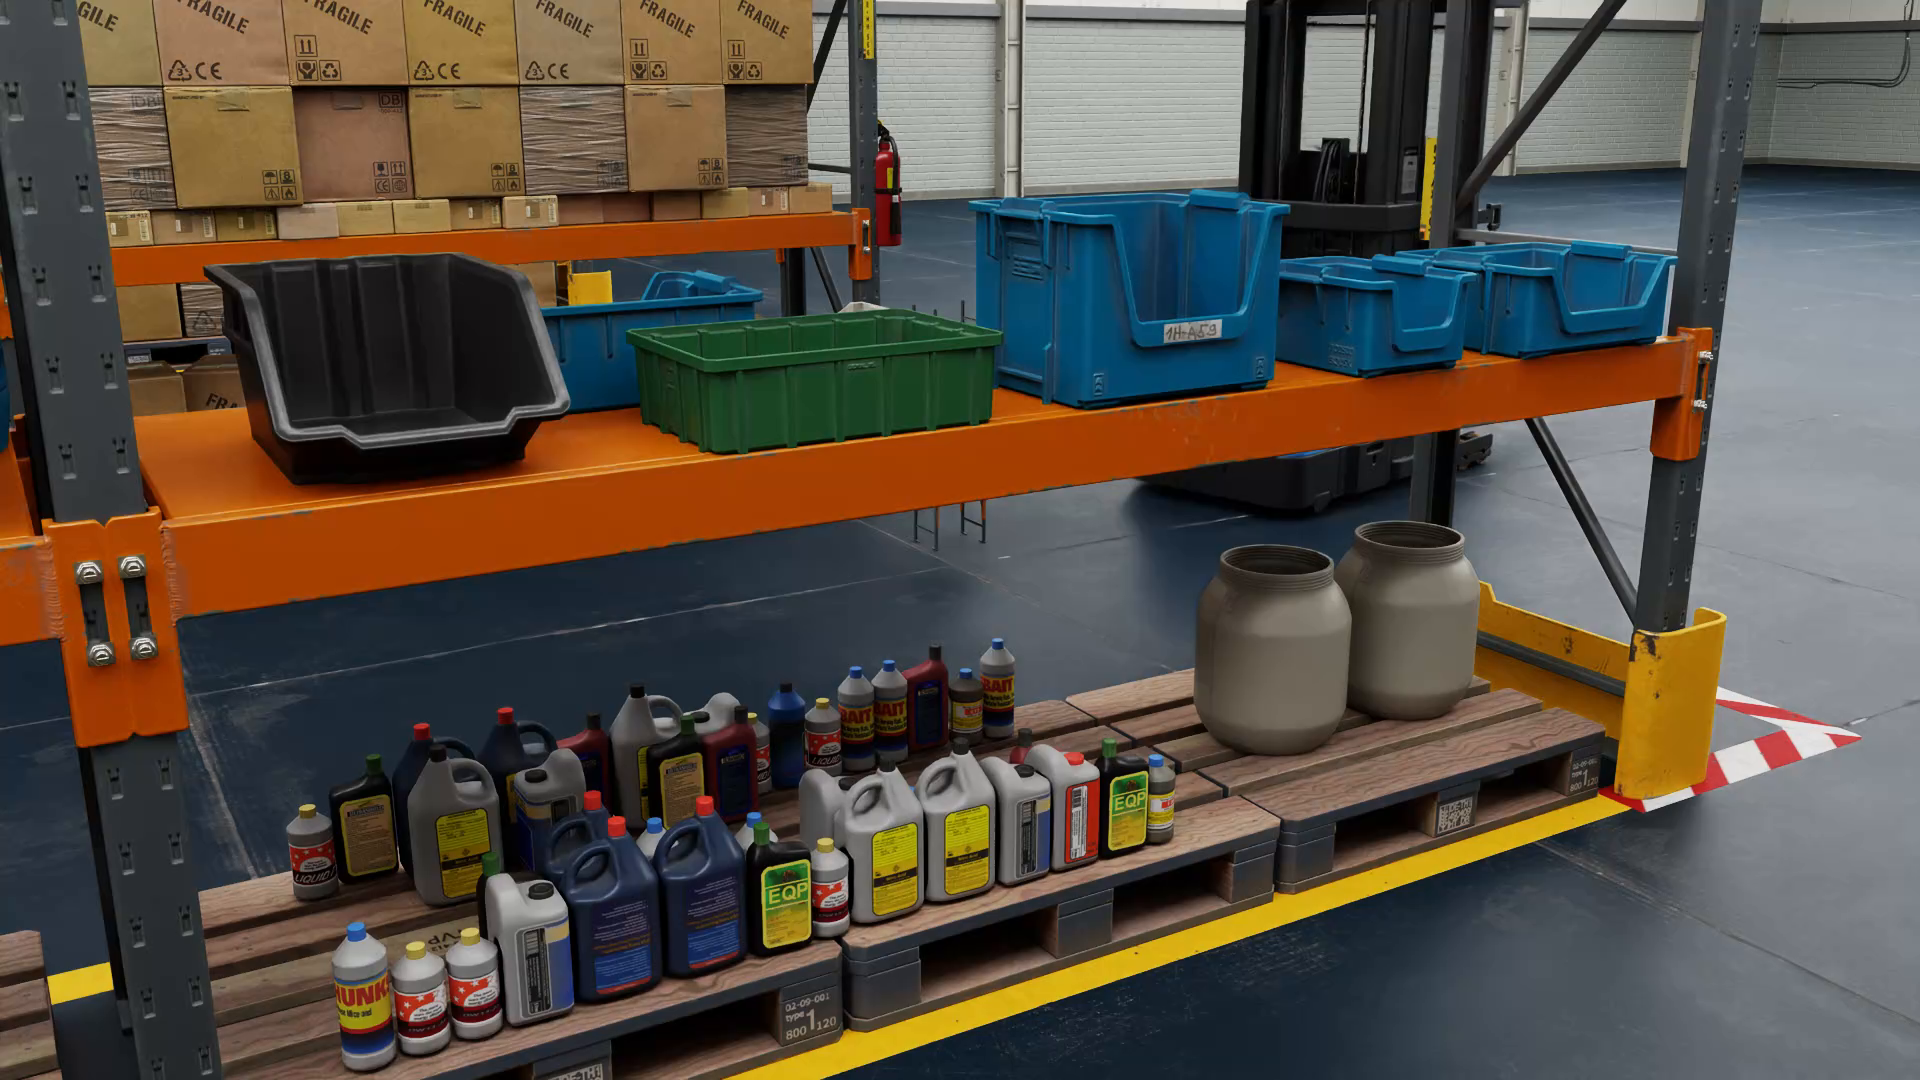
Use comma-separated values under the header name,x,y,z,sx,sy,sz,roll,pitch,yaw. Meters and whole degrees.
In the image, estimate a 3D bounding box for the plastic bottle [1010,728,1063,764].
name,x,y,z,sx,sy,sz,roll,pitch,yaw
plastic bottle,0.185,0.583,3.992,0.133,0.283,0.061,-9,18,-30

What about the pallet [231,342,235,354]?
name,x,y,z,sx,sy,sz,roll,pitch,yaw
pallet,-4.889,-1.541,12.518,1.213,0.211,1.003,-9,18,-30

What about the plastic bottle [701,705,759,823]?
name,x,y,z,sx,sy,sz,roll,pitch,yaw
plastic bottle,-0.568,0.553,4.098,0.133,0.283,0.061,-9,18,-30

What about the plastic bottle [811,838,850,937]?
name,x,y,z,sx,sy,sz,roll,pitch,yaw
plastic bottle,-0.287,0.741,3.579,0.097,0.201,0.097,0,16,0

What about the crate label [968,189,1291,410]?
name,x,y,z,sx,sy,sz,roll,pitch,yaw
crate label,0.381,-0.573,3.831,0.616,0.435,0.502,-9,18,-30

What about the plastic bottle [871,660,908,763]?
name,x,y,z,sx,sy,sz,roll,pitch,yaw
plastic bottle,-0.189,0.455,4.469,0.097,0.271,0.097,0,16,0

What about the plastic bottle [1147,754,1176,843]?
name,x,y,z,sx,sy,sz,roll,pitch,yaw
plastic bottle,0.471,0.618,4.018,0.097,0.201,0.097,0,16,0

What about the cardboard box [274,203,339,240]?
name,x,y,z,sx,sy,sz,roll,pitch,yaw
cardboard box,-2.955,-1.439,7.450,0.250,0.149,0.380,-9,18,-30

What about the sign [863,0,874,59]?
name,x,y,z,sx,sy,sz,roll,pitch,yaw
sign,-0.463,-2.599,8.393,0.005,0.325,0.100,-9,18,-30

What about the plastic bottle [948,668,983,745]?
name,x,y,z,sx,sy,sz,roll,pitch,yaw
plastic bottle,0.016,0.455,4.597,0.097,0.201,0.097,0,16,0

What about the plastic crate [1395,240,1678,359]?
name,x,y,z,sx,sy,sz,roll,pitch,yaw
plastic crate,1.544,-0.664,4.497,0.616,0.251,0.499,-9,18,-30

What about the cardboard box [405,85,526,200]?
name,x,y,z,sx,sy,sz,roll,pitch,yaw
cardboard box,-2.470,-1.918,7.959,0.500,0.500,0.875,-9,18,-30

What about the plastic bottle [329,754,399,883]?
name,x,y,z,sx,sy,sz,roll,pitch,yaw
plastic bottle,-1.367,0.635,3.806,0.133,0.283,0.061,-8,18,-27

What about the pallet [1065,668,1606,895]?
name,x,y,z,sx,sy,sz,roll,pitch,yaw
pallet,1.079,0.601,4.873,1.213,0.211,1.003,-9,18,-30

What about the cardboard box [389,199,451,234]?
name,x,y,z,sx,sy,sz,roll,pitch,yaw
cardboard box,-2.542,-1.515,7.723,0.250,0.149,0.380,-9,18,-30

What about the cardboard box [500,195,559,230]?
name,x,y,z,sx,sy,sz,roll,pitch,yaw
cardboard box,-2.101,-1.579,7.951,0.250,0.149,0.380,-9,18,-30

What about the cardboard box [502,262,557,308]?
name,x,y,z,sx,sy,sz,roll,pitch,yaw
cardboard box,-3.747,-2.252,13.043,0.875,0.875,0.875,-9,18,-29

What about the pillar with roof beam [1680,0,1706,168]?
name,x,y,z,sx,sy,sz,roll,pitch,yaw
pillar with roof beam,18.477,-11.636,32.247,0.400,9.000,9.100,-9,18,-30

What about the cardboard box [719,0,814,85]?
name,x,y,z,sx,sy,sz,roll,pitch,yaw
cardboard box,-1.076,-2.560,8.394,0.500,0.500,0.500,-9,18,-30

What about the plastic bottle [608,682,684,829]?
name,x,y,z,sx,sy,sz,roll,pitch,yaw
plastic bottle,-0.765,0.518,4.099,0.185,0.351,0.144,-9,18,-30

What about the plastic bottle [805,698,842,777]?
name,x,y,z,sx,sy,sz,roll,pitch,yaw
plastic bottle,-0.360,0.516,4.380,0.097,0.201,0.097,0,16,0

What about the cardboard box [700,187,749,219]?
name,x,y,z,sx,sy,sz,roll,pitch,yaw
cardboard box,-1.272,-1.731,8.492,0.250,0.149,0.380,-9,18,-30

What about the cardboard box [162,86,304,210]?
name,x,y,z,sx,sy,sz,roll,pitch,yaw
cardboard box,-3.296,-1.765,7.414,0.500,0.500,0.875,-9,18,-30

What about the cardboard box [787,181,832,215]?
name,x,y,z,sx,sy,sz,roll,pitch,yaw
cardboard box,-0.870,-1.812,8.782,0.250,0.149,0.380,-9,18,-30

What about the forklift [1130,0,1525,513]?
name,x,y,z,sx,sy,sz,roll,pitch,yaw
forklift,2.192,-1.862,8.622,1.130,2.935,3.031,15,21,42

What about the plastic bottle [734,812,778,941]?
name,x,y,z,sx,sy,sz,roll,pitch,yaw
plastic bottle,-0.435,0.712,3.552,0.097,0.271,0.097,0,16,0

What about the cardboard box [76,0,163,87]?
name,x,y,z,sx,sy,sz,roll,pitch,yaw
cardboard box,-3.644,-2.141,6.901,0.500,0.500,0.500,-9,18,-30

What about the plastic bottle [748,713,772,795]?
name,x,y,z,sx,sy,sz,roll,pitch,yaw
plastic bottle,-0.536,0.545,4.278,0.097,0.201,0.097,0,16,0

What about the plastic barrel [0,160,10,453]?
name,x,y,z,sx,sy,sz,roll,pitch,yaw
plastic barrel,-2.097,-0.576,2.979,0.708,0.901,0.600,-9,18,-30

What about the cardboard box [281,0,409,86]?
name,x,y,z,sx,sy,sz,roll,pitch,yaw
cardboard box,-2.787,-2.280,7.398,0.500,0.500,0.500,-9,18,-30

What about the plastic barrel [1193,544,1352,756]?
name,x,y,z,sx,sy,sz,roll,pitch,yaw
plastic barrel,0.865,0.300,4.613,0.421,0.512,0.421,0,16,0

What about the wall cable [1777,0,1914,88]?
name,x,y,z,sx,sy,sz,roll,pitch,yaw
wall cable,19.466,-11.240,36.588,0.112,2.526,3.097,-9,18,-30

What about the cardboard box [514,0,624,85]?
name,x,y,z,sx,sy,sz,roll,pitch,yaw
cardboard box,-1.931,-2.420,7.896,0.500,0.500,0.500,-9,18,-30

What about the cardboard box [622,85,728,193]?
name,x,y,z,sx,sy,sz,roll,pitch,yaw
cardboard box,-1.584,-2.044,8.409,0.500,0.500,0.875,-9,18,-30

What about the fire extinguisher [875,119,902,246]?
name,x,y,z,sx,sy,sz,roll,pitch,yaw
fire extinguisher,-0.396,-1.892,8.747,0.183,0.674,0.296,-9,18,-30

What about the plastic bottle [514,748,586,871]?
name,x,y,z,sx,sy,sz,roll,pitch,yaw
plastic bottle,-0.944,0.629,3.839,0.135,0.276,0.152,-9,18,-30

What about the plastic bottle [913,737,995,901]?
name,x,y,z,sx,sy,sz,roll,pitch,yaw
plastic bottle,-0.018,0.618,3.741,0.185,0.351,0.144,-8,18,-27

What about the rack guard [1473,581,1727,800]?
name,x,y,z,sx,sy,sz,roll,pitch,yaw
rack guard,1.778,0.351,5.233,0.348,0.500,1.175,-9,18,-30

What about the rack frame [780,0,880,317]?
name,x,y,z,sx,sy,sz,roll,pitch,yaw
rack frame,-0.732,-2.020,9.060,0.127,3.000,1.000,-9,18,-30

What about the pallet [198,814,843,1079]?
name,x,y,z,sx,sy,sz,roll,pitch,yaw
pallet,-1.012,0.941,3.663,1.213,0.211,1.003,-9,18,-30

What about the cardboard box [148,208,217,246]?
name,x,y,z,sx,sy,sz,roll,pitch,yaw
cardboard box,-3.400,-1.377,7.229,0.250,0.149,0.380,-9,18,-30

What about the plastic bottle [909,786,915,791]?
name,x,y,z,sx,sy,sz,roll,pitch,yaw
plastic bottle,-0.118,0.668,3.839,0.097,0.201,0.097,0,16,0

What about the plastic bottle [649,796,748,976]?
name,x,y,z,sx,sy,sz,roll,pitch,yaw
plastic bottle,-0.542,0.703,3.438,0.185,0.351,0.144,-10,19,-32

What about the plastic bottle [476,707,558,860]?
name,x,y,z,sx,sy,sz,roll,pitch,yaw
plastic bottle,-1.042,0.562,3.939,0.185,0.351,0.144,-10,19,-32

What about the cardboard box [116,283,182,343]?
name,x,y,z,sx,sy,sz,roll,pitch,yaw
cardboard box,-6.053,-1.876,11.704,0.875,0.875,0.875,-9,18,-29

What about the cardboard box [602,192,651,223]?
name,x,y,z,sx,sy,sz,roll,pitch,yaw
cardboard box,-1.730,-1.674,8.291,0.250,0.149,0.380,-9,18,-30

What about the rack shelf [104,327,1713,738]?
name,x,y,z,sx,sy,sz,roll,pitch,yaw
rack shelf,0.105,-0.250,4.077,4.000,0.370,1.077,-9,18,-30

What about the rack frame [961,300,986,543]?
name,x,y,z,sx,sy,sz,roll,pitch,yaw
rack frame,0.059,-0.515,7.302,0.008,1.050,0.200,-9,18,-30

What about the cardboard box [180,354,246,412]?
name,x,y,z,sx,sy,sz,roll,pitch,yaw
cardboard box,-3.310,-0.591,7.813,0.500,0.500,0.500,-3,16,-12

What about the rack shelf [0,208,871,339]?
name,x,y,z,sx,sy,sz,roll,pitch,yaw
rack shelf,-2.446,-1.396,8.165,4.000,0.370,1.077,-9,18,-30

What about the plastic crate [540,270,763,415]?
name,x,y,z,sx,sy,sz,roll,pitch,yaw
plastic crate,-0.801,-0.463,3.781,0.616,0.251,0.499,-9,18,-30

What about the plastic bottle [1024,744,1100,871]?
name,x,y,z,sx,sy,sz,roll,pitch,yaw
plastic bottle,0.240,0.611,3.905,0.135,0.276,0.152,-9,18,-29

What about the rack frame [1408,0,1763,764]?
name,x,y,z,sx,sy,sz,roll,pitch,yaw
rack frame,1.819,-0.874,4.972,0.127,3.000,1.000,-9,18,-30

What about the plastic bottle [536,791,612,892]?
name,x,y,z,sx,sy,sz,roll,pitch,yaw
plastic bottle,-0.778,0.696,3.463,0.185,0.351,0.144,-9,18,-30

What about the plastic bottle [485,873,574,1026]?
name,x,y,z,sx,sy,sz,roll,pitch,yaw
plastic bottle,-0.848,0.787,3.276,0.135,0.276,0.152,-8,18,-28

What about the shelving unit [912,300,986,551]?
name,x,y,z,sx,sy,sz,roll,pitch,yaw
shelving unit,-0.046,-0.498,7.242,0.252,1.050,0.215,-9,18,-30

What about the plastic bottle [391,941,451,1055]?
name,x,y,z,sx,sy,sz,roll,pitch,yaw
plastic bottle,-1.024,0.860,3.153,0.097,0.201,0.097,0,16,0

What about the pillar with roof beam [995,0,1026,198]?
name,x,y,z,sx,sy,sz,roll,pitch,yaw
pillar with roof beam,3.047,-9.134,23.321,0.400,9.000,9.100,-9,18,-30
